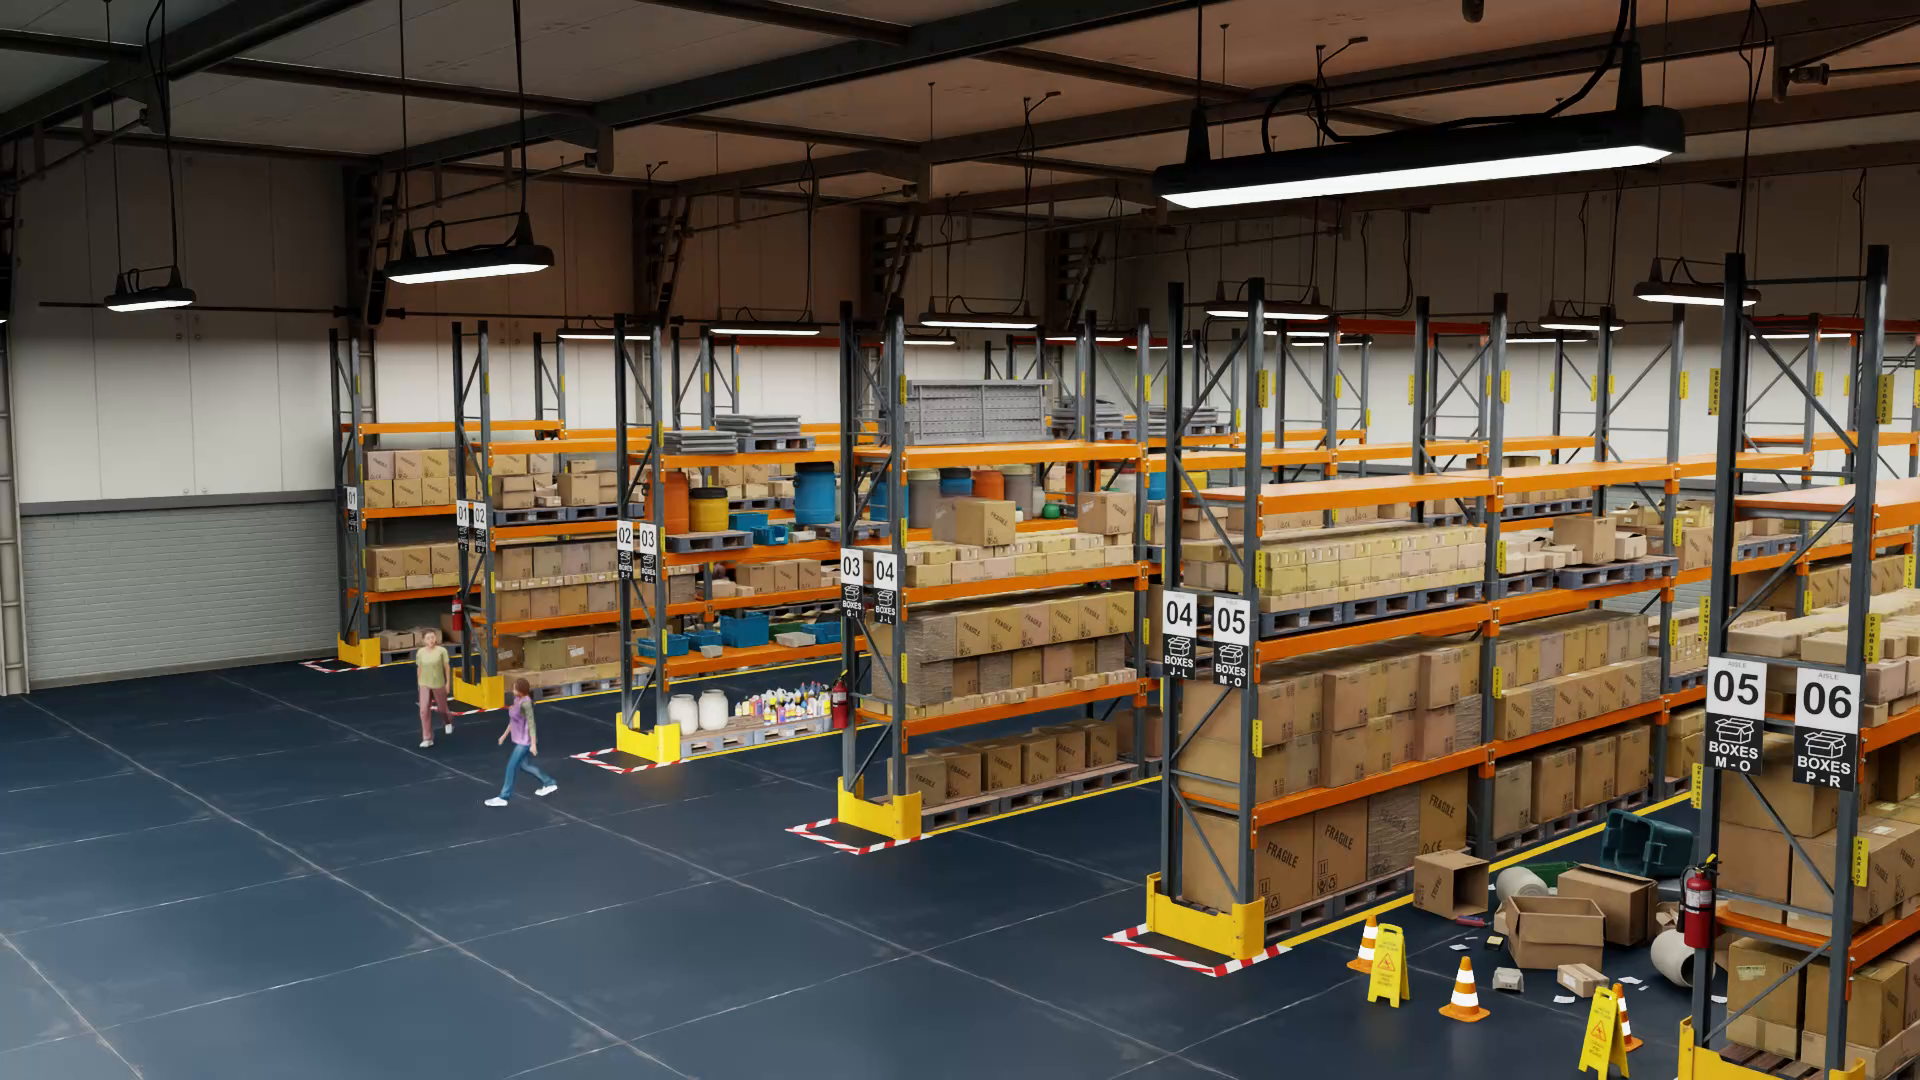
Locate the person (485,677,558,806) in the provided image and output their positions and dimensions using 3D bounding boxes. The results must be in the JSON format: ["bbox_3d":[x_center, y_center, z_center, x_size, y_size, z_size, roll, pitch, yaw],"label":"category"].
[{"bbox_3d":[-5.288,2.415,20.017,0.874,1.548,0.486,-3,6,-29],"label":"person"}]

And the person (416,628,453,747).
[{"bbox_3d":[-7.379,2.037,23.356,0.453,1.636,0.854,0,6,-1],"label":"person"}]

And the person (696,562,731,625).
[{"bbox_3d":[-4.840,1.088,32.321,1.129,1.711,0.710,-5,7,-39],"label":"person"}]
